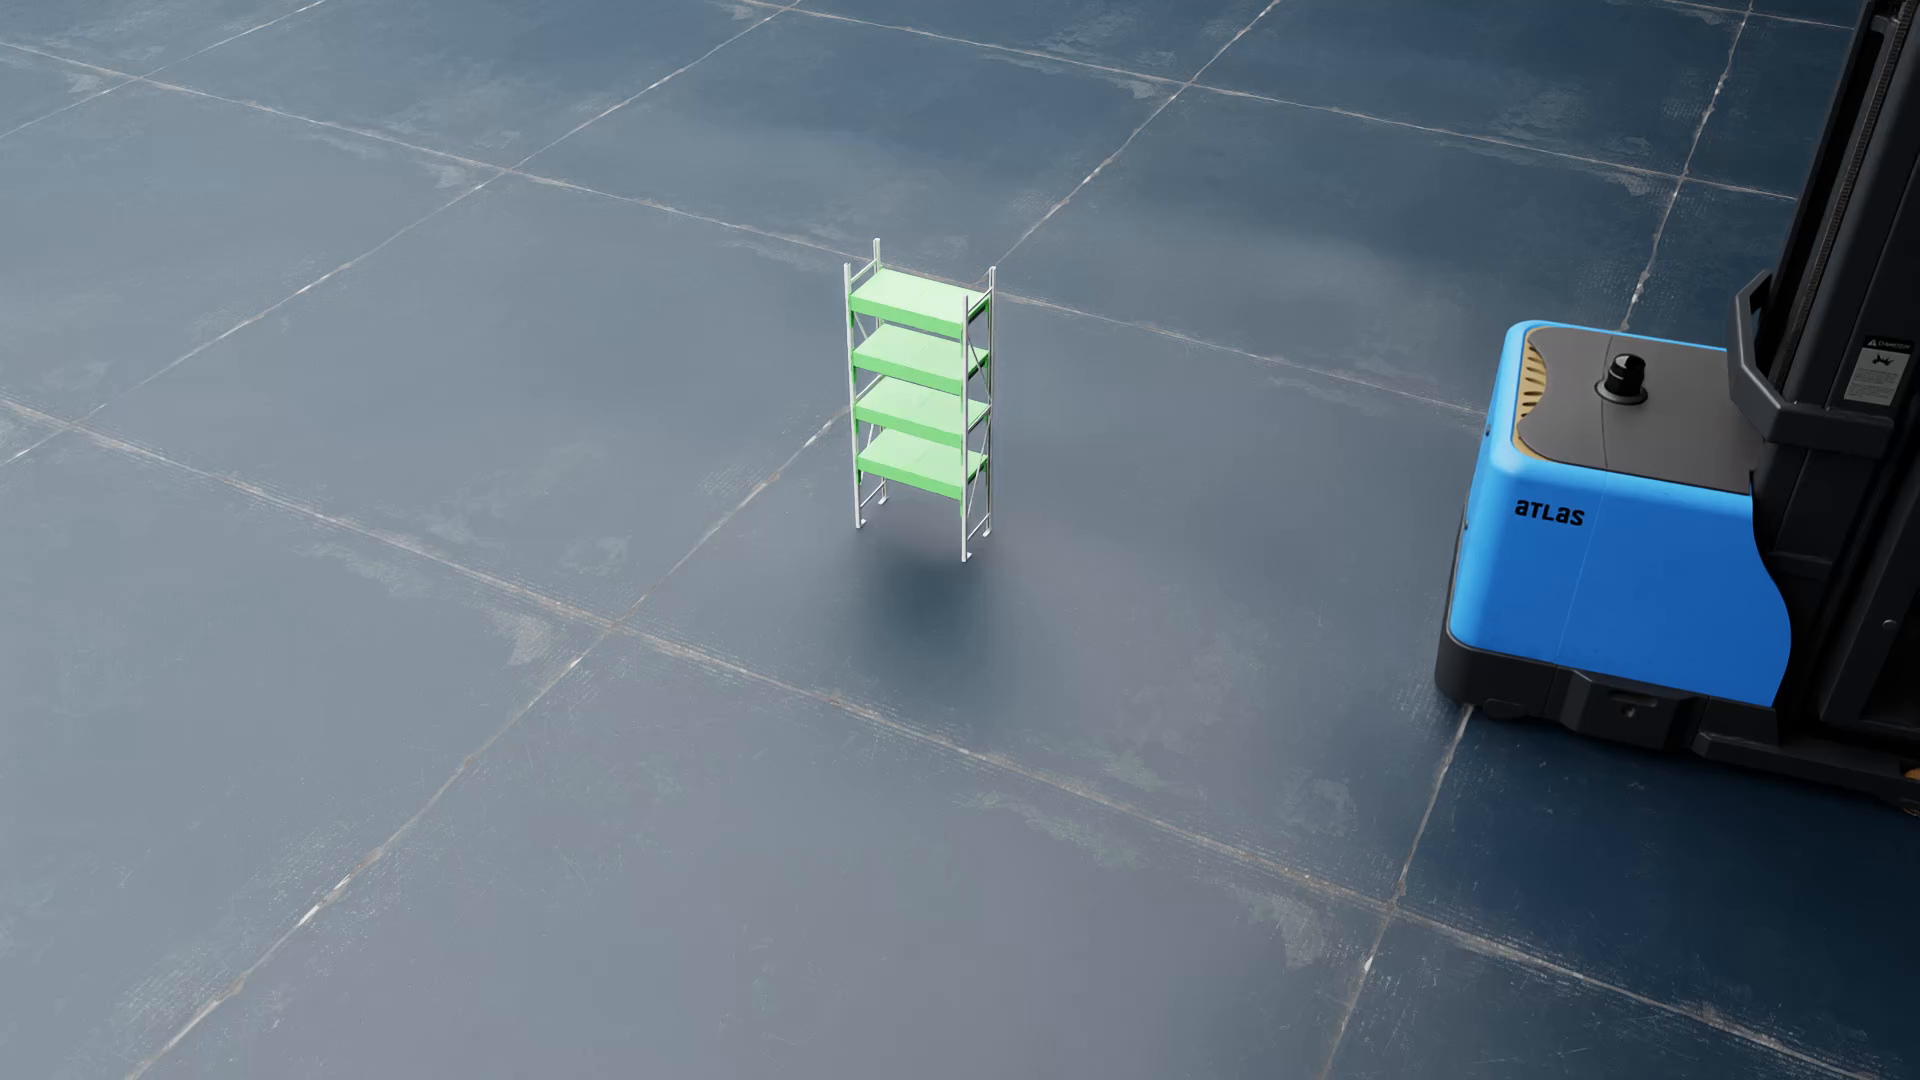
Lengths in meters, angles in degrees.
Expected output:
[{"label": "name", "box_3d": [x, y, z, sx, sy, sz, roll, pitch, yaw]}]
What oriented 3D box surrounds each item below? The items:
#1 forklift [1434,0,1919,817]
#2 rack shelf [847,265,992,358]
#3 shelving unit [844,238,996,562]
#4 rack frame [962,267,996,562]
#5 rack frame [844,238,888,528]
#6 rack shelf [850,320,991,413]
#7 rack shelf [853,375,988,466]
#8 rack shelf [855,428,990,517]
[{"label": "forklift", "box_3d": [3.276, -0.570, 5.077, 3.031, 2.935, 1.130, 11, 39, 15]}, {"label": "rack shelf", "box_3d": [-0.147, -0.855, 6.196, 0.480, 0.148, 0.258, 17, 41, 21]}, {"label": "shelving unit", "box_3d": [-0.147, -0.524, 6.448, 0.503, 1.200, 0.258, 17, 41, 21]}, {"label": "rack frame", "box_3d": [0.070, -0.456, 6.358, 0.015, 1.200, 0.240, 17, 41, 21]}, {"label": "rack frame", "box_3d": [-0.364, -0.592, 6.537, 0.015, 1.200, 0.240, 17, 41, 21]}, {"label": "rack shelf", "box_3d": [-0.147, -0.664, 6.341, 0.480, 0.148, 0.258, 17, 41, 21]}, {"label": "rack shelf", "box_3d": [-0.147, -0.473, 6.487, 0.480, 0.148, 0.258, 17, 41, 21]}, {"label": "rack shelf", "box_3d": [-0.147, -0.282, 6.632, 0.480, 0.148, 0.258, 17, 41, 21]}]
